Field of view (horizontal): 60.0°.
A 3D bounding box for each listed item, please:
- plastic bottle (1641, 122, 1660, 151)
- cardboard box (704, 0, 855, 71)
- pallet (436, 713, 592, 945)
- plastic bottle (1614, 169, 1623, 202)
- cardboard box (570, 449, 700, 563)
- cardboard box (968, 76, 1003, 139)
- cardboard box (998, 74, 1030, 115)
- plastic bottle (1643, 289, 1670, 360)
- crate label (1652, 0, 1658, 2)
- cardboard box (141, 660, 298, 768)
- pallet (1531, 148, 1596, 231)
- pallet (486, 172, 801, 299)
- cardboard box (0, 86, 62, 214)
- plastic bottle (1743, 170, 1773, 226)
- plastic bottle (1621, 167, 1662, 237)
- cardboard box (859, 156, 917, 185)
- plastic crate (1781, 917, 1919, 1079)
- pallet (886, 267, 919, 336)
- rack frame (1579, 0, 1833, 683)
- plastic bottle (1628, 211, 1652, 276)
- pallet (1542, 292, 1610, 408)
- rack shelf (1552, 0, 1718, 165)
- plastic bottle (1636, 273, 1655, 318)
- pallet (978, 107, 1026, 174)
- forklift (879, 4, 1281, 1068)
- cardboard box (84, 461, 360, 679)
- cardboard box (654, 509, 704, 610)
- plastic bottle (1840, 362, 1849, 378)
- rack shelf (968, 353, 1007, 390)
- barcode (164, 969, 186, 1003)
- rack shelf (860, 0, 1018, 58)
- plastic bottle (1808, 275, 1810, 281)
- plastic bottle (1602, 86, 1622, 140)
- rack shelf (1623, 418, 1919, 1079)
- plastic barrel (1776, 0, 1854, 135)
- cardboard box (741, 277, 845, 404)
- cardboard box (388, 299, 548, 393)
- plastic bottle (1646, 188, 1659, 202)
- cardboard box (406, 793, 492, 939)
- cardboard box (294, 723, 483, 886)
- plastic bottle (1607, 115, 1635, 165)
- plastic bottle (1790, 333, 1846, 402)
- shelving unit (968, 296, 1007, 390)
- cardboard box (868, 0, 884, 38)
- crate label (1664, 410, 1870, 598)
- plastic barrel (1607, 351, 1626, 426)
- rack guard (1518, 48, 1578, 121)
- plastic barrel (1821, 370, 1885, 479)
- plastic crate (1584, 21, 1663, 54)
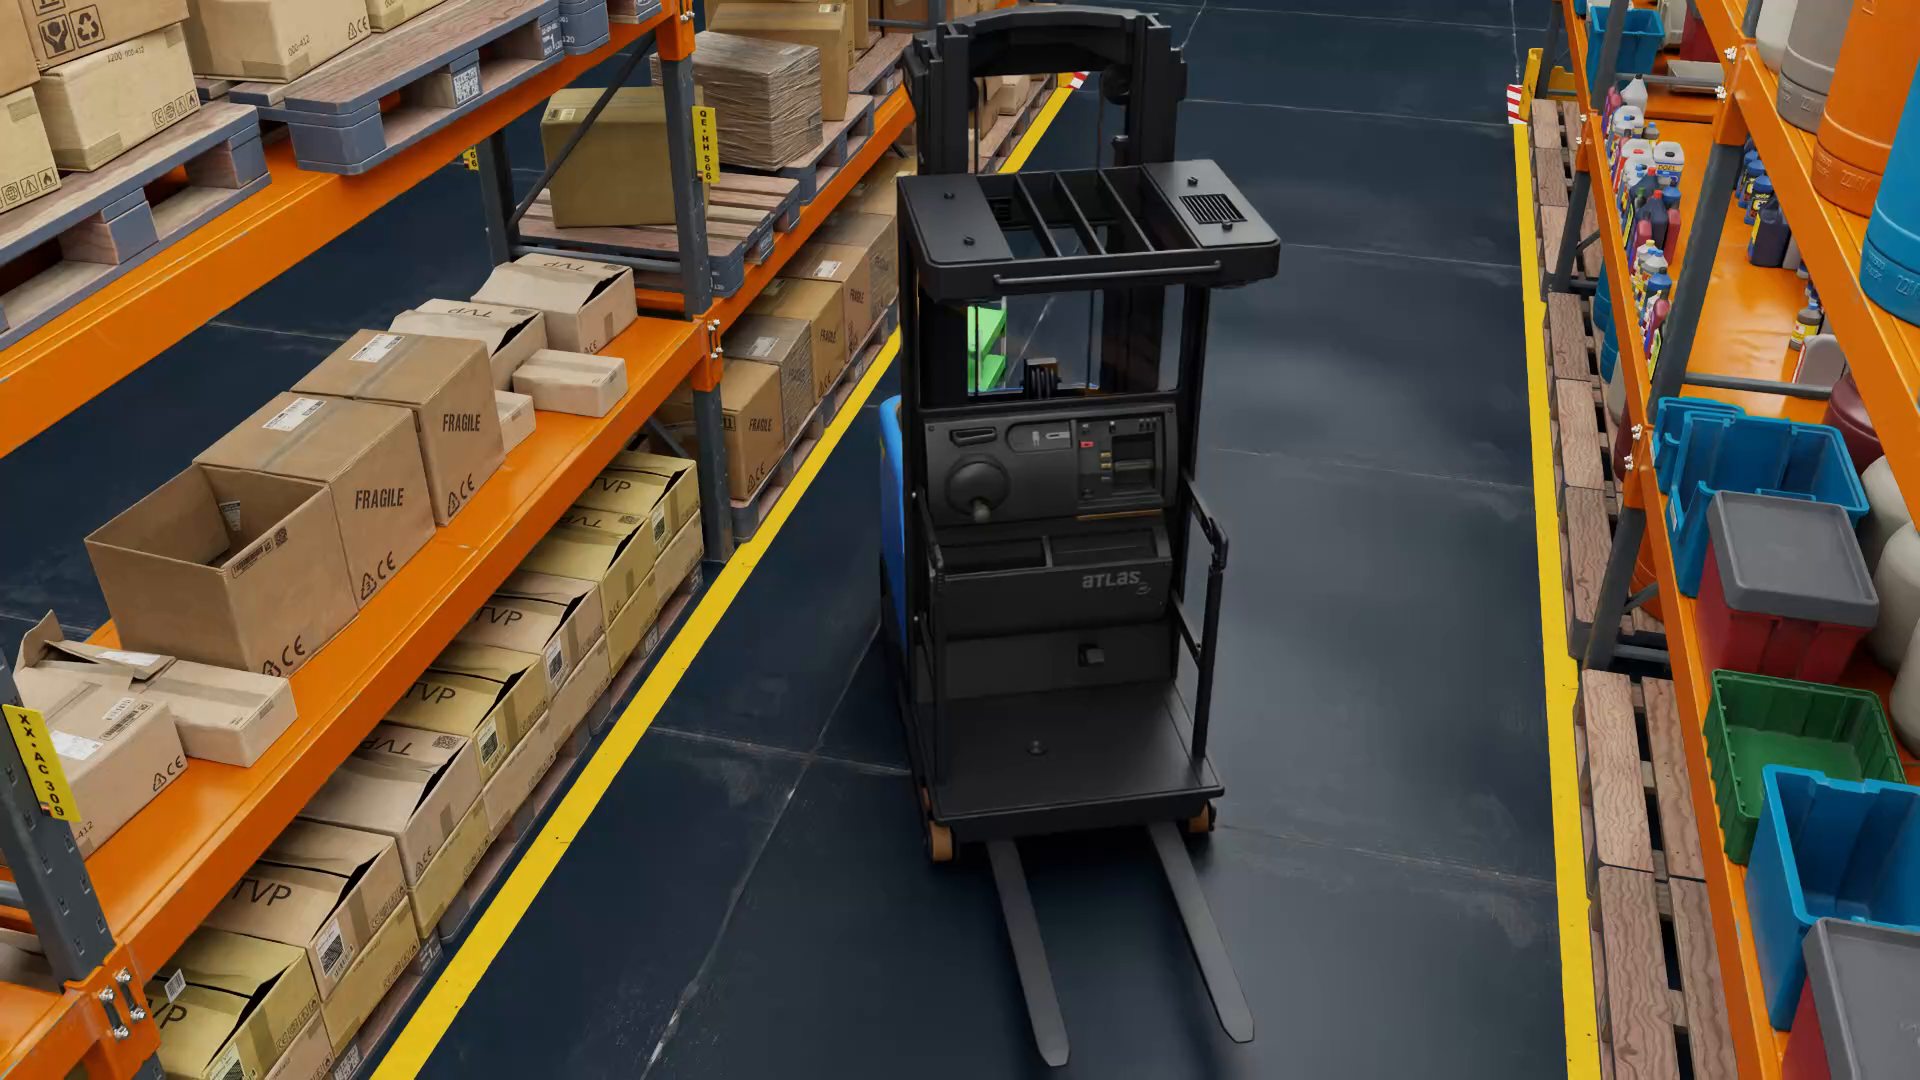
[{"bbox_3d":[3.749,-2.172,9.056,0.097,0.201,0.097,0,32,0],"label":"plastic bottle"},{"bbox_3d":[-1.038,-2.956,9.620,0.700,0.500,0.500,13,35,20],"label":"cardboard box"},{"bbox_3d":[-2.161,0.988,6.500,1.003,0.211,1.213,8,33,12],"label":"pallet"},{"bbox_3d":[3.425,-1.832,8.522,0.097,0.201,0.097,0,32,0],"label":"plastic bottle"},{"bbox_3d":[-1.498,-0.190,7.402,0.500,0.311,0.500,9,34,14],"label":"cardboard box"},{"bbox_3d":[-0.116,-3.426,12.759,0.797,0.503,0.637,8,33,12],"label":"cardboard box"},{"bbox_3d":[0.257,-3.614,13.292,0.500,0.250,0.500,8,33,12],"label":"cardboard box"},{"bbox_3d":[2.936,-0.904,6.985,0.061,0.283,0.133,8,33,12],"label":"plastic bottle"},{"bbox_3d":[5.051,-3.887,11.758,0.396,0.136,0.243,8,33,12],"label":"crate label"},{"bbox_3d":[-2.195,0.508,4.890,0.380,0.149,0.250,8,33,12],"label":"cardboard box"},{"bbox_3d":[4.659,-2.487,11.965,1.003,0.211,1.213,8,33,12],"label":"pallet"},{"bbox_3d":[-1.499,-1.522,8.028,1.213,0.211,1.003,8,33,12],"label":"pallet"},{"bbox_3d":[-2.452,-0.865,3.766,0.500,0.250,0.500,11,34,17],"label":"cardboard box"},{"bbox_3d":[3.976,-1.704,8.255,0.097,0.271,0.097,0,32,0],"label":"plastic bottle"},{"bbox_3d":[3.329,-1.648,8.092,0.144,0.351,0.185,8,33,12],"label":"plastic bottle"},{"bbox_3d":[-0.436,-2.153,10.761,0.500,0.500,0.500,8,33,12],"label":"cardboard box"},{"bbox_3d":[1.999,1.190,3.522,0.402,0.464,0.583,8,33,12],"label":"plastic crate"},{"bbox_3d":[-0.758,-1.714,10.749,1.003,0.211,1.213,8,33,12],"label":"pallet"},{"bbox_3d":[3.187,-0.566,6.344,1.000,3.000,0.127,8,33,12],"label":"rack frame"},{"bbox_3d":[3.167,-1.378,7.730,0.061,0.283,0.133,8,33,12],"label":"plastic bottle"},{"bbox_3d":[3.966,-1.070,9.736,1.003,0.211,1.213,8,33,12],"label":"pallet"},{"bbox_3d":[4.710,-3.376,11.435,1.077,0.370,4.000,8,33,12],"label":"rack shelf"},{"bbox_3d":[3.057,-1.079,7.336,0.097,0.201,0.097,0,32,0],"label":"plastic bottle"},{"bbox_3d":[-0.105,-3.132,12.981,1.003,0.211,1.213,8,33,12],"label":"pallet"},{"bbox_3d":[0.372,-0.222,5.867,1.130,2.935,3.031,-5,33,-8],"label":"forklift"},{"bbox_3d":[-2.274,0.122,5.169,0.500,0.500,0.500,10,34,16],"label":"cardboard box"},{"bbox_3d":[-1.501,0.047,7.551,0.500,0.250,0.500,9,33,14],"label":"cardboard box"},{"bbox_3d":[3.610,-0.694,6.661,0.152,0.276,0.135,8,33,12],"label":"plastic bottle"},{"bbox_3d":[0.042,-0.741,7.969,0.258,0.148,0.480,8,33,12],"label":"rack shelf"},{"bbox_3d":[-2.151,1.222,4.557,0.001,0.075,0.075,8,33,12],"label":"barcode"},{"bbox_3d":[-0.080,-4.052,12.499,1.077,0.370,4.000,8,33,12],"label":"rack shelf"},{"bbox_3d":[3.947,-1.290,7.593,0.061,0.283,0.133,8,33,12],"label":"plastic bottle"},{"bbox_3d":[3.663,-2.391,9.324,0.061,0.283,0.133,8,33,12],"label":"plastic bottle"},{"bbox_3d":[2.680,0.776,4.904,1.077,0.370,4.000,8,33,12],"label":"rack shelf"},{"bbox_3d":[2.769,-1.647,4.781,0.600,0.901,0.600,0,32,0],"label":"plastic barrel"},{"bbox_3d":[-0.951,-1.102,9.108,0.500,0.500,0.500,8,33,12],"label":"cardboard box"},{"bbox_3d":[-2.017,-0.767,6.743,0.500,0.311,0.500,8,33,12],"label":"cardboard box"},{"bbox_3d":[3.307,-1.534,7.977,0.061,0.283,0.133,8,33,12],"label":"plastic bottle"},{"bbox_3d":[-2.016,1.107,5.884,0.500,0.250,0.500,7,33,11],"label":"cardboard box"},{"bbox_3d":[-2.010,0.872,5.732,0.500,0.311,0.500,7,33,11],"label":"cardboard box"},{"bbox_3d":[3.568,-2.152,8.960,0.097,0.271,0.097,0,32,0],"label":"plastic bottle"},{"bbox_3d":[3.463,-0.715,6.694,0.152,0.276,0.135,8,33,12],"label":"plastic bottle"},{"bbox_3d":[0.042,-0.592,8.063,0.258,1.200,0.503,8,33,12],"label":"shelving unit"},{"bbox_3d":[-0.709,-3.654,11.109,0.500,0.500,0.500,9,33,13],"label":"cardboard box"},{"bbox_3d":[2.674,-0.102,5.581,0.502,0.435,0.616,8,33,12],"label":"crate label"},{"bbox_3d":[3.638,-0.840,8.704,0.421,0.512,0.421,0,32,0],"label":"plastic barrel"},{"bbox_3d":[5.211,-3.677,13.567,1.175,0.500,0.348,8,33,12],"label":"rack guard"},{"bbox_3d":[3.363,-0.341,5.864,0.600,0.536,0.708,8,33,12],"label":"plastic barrel"},{"bbox_3d":[4.227,-3.168,10.638,0.437,0.125,0.590,8,33,12],"label":"plastic crate"}]
